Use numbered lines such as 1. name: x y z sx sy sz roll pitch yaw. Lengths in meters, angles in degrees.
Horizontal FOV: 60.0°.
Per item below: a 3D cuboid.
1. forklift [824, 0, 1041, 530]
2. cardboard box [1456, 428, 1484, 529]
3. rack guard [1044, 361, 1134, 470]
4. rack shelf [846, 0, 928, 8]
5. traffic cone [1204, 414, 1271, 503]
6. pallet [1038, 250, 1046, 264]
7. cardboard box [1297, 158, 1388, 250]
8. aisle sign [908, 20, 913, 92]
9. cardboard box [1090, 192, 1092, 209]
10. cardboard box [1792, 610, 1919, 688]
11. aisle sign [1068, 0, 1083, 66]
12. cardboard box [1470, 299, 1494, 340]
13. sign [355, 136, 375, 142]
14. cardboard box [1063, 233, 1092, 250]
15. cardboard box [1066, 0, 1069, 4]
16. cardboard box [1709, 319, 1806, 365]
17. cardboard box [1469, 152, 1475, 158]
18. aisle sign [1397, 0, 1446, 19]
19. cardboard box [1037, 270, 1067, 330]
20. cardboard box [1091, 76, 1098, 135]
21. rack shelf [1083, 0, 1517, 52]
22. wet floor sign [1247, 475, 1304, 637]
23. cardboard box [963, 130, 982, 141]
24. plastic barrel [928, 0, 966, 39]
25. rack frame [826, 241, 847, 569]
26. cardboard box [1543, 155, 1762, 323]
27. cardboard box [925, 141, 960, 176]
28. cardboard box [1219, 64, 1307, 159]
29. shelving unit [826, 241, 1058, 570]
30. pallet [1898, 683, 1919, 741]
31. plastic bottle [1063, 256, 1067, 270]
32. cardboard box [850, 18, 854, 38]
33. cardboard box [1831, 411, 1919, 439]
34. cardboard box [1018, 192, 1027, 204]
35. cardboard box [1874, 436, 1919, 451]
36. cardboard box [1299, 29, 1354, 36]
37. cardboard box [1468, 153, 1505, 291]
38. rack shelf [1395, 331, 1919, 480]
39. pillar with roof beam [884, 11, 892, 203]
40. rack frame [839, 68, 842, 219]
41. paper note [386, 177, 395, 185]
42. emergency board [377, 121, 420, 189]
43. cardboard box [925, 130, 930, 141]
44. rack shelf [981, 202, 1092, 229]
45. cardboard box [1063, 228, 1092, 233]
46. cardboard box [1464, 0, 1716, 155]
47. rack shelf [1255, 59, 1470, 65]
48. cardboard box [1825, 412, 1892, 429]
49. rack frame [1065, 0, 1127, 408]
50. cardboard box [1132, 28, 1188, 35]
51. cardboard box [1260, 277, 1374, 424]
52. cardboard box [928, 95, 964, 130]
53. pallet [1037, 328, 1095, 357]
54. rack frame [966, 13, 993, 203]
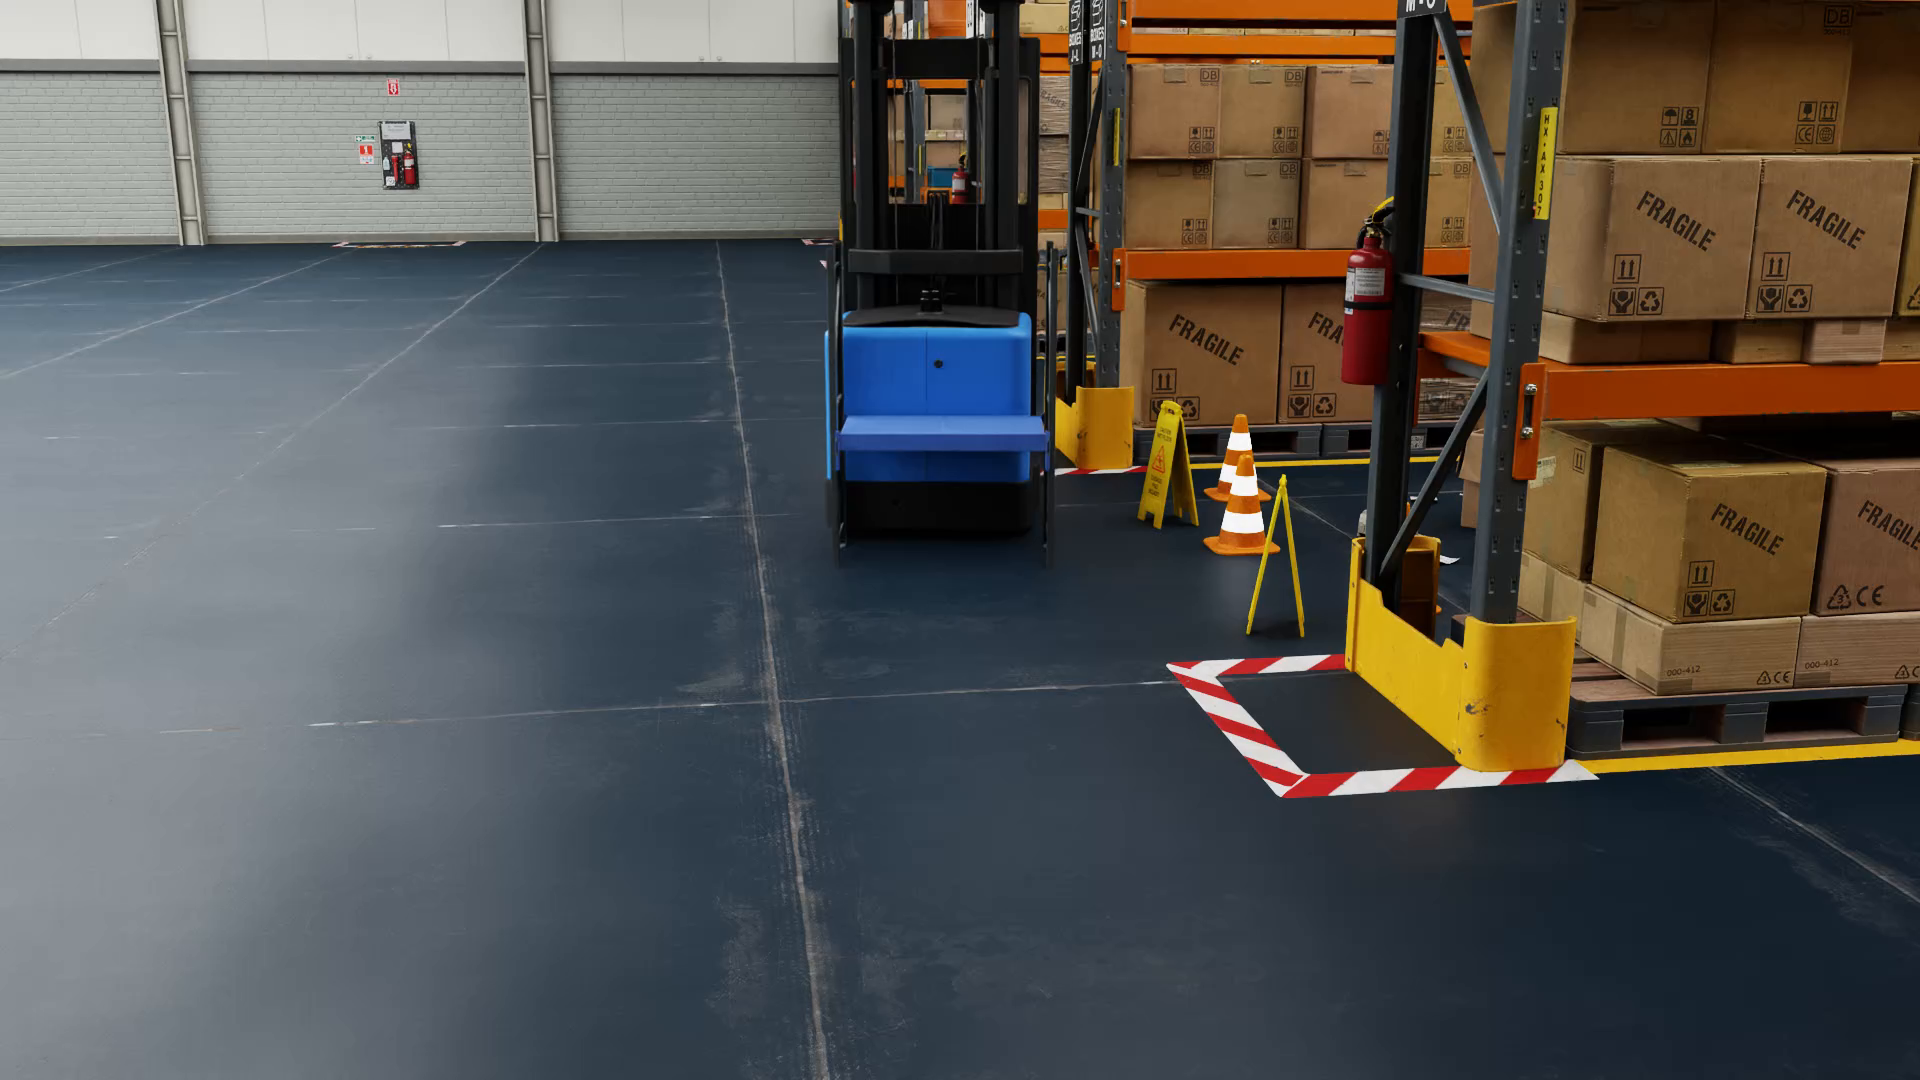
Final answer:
1. forklift: -0.097 -1.774 9.480 1.130 2.935 3.031 1 14 3
2. cardboard box: 3.032 -0.302 8.601 0.797 0.503 0.637 12 18 40
3. rack guard: 0.811 -0.814 10.649 0.348 0.500 1.175 -2 14 -8
4. rack shelf: -0.040 -9.430 29.020 4.000 0.370 1.077 -2 14 -8
5. traffic cone: 1.572 -0.474 9.372 0.334 0.463 0.336 -2 14 -8
6. pallet: 0.678 -4.336 25.285 1.213 0.211 1.003 -2 14 -8
7. cardboard box: 2.308 -2.139 10.488 0.550 0.550 0.875 -2 14 -8
8. aisle sign: -0.569 -5.603 19.263 0.004 0.787 0.394 -2 14 -8
9. cardboard box: 1.257 -3.079 15.059 0.250 0.149 0.380 -2 14 -8
10. cardboard box: 3.017 0.311 5.816 0.500 0.250 0.500 -2 14 -6
11. aisle sign: 0.720 -3.358 10.310 0.004 0.787 0.394 -2 14 -8
12. cardboard box: 2.010 -0.783 5.905 0.250 0.149 0.380 -2 14 -6
13. sign: -10.393 -7.011 29.059 0.331 0.109 0.001 -2 14 -8
14. cardboard box: 1.757 -4.537 25.144 0.500 0.250 0.500 -2 14 -8
15. cardboard box: 1.005 -4.779 14.642 0.250 0.149 0.380 -2 14 -9
16. cardboard box: 2.561 -0.683 5.507 0.250 0.149 0.380 -3 14 -10
17. cardboard box: 3.339 -2.729 10.619 0.550 0.550 0.875 -2 14 -8
18. aisle sign: 1.568 -2.169 5.568 0.004 0.787 0.394 -2 14 -8
19. cardboard box: 0.816 -2.234 15.447 0.500 0.500 0.500 1 14 2
20. cardboard box: 1.276 -3.872 14.834 0.500 0.500 0.500 -2 14 -8
21. rack shelf: 2.813 -3.206 10.360 4.000 0.370 1.077 -2 14 -8
22. wet floor sign: 1.325 0.051 6.900 0.232 0.644 0.267 3 14 11
23. cardboard box: 0.165 -5.970 24.532 0.250 0.149 0.380 -3 14 -10
24. plastic barrel: -0.080 -6.330 19.595 0.708 0.830 0.600 -2 14 -8
25. rack frame: -0.587 -0.650 7.942 0.032 1.500 0.500 0 14 0
26. cardboard box: 2.182 -0.983 5.369 0.500 0.500 0.500 -2 14 -9
27. cardboard box: -0.294 -5.689 24.746 0.500 0.500 0.700 -2 14 -7
28. cardboard box: 1.738 -2.670 10.383 0.550 0.550 0.875 -2 14 -8
29. shelving unit: -0.079 -0.649 7.938 1.048 1.500 0.538 0 14 0
30. pallet: 3.760 0.445 6.222 1.213 0.211 1.003 -2 14 -8
31. plastic bottle: 1.297 -3.296 20.112 0.097 0.271 0.097 0 14 0
32. cardboard box: -1.601 -8.752 28.695 0.500 0.500 0.500 -3 14 -12
33. cardboard box: 3.441 -0.202 6.318 0.500 0.500 0.500 -2 14 -10
34. cardboard box: 0.513 -3.055 14.963 0.250 0.149 0.380 -2 14 -8
35. cardboard box: 3.548 -0.074 5.807 0.500 0.500 0.500 -2 14 -7
36. cardboard box: 3.221 -4.655 14.970 0.500 0.250 0.500 -2 14 -7
37. cardboard box: 2.168 -1.119 5.909 0.500 0.500 0.500 -2 14 -9
38. rack shelf: 3.650 -0.564 5.992 4.000 0.370 1.077 -2 14 -8
39. pillar with roof beam: -0.813 -8.906 25.445 0.400 9.000 9.100 -2 14 -8
40. rack frame: -2.018 -6.798 29.373 0.127 3.000 1.000 -2 14 -8
41. paper note: -10.022 -6.317 29.264 0.142 0.148 0.016 -2 14 -8
42. emergency board: -9.837 -6.734 29.116 0.643 1.169 0.194 -2 14 -8
43. cardboard box: -0.595 -5.943 24.422 0.250 0.149 0.380 -2 14 -10
44. rack shelf: 2.174 -2.947 15.497 4.000 0.370 1.077 -2 14 -8
45. cardboard box: 1.757 -4.901 25.055 0.500 0.500 0.500 -2 14 -8
46. cardboard box: 2.145 -1.589 5.728 0.500 0.500 0.700 -2 14 -10
47. rack shelf: 5.391 -5.739 20.460 4.000 0.370 1.077 -2 14 -8
48. cardboard box: 3.289 -0.527 6.281 0.250 0.149 0.380 -1 14 -6
49. rack frame: 0.835 -2.027 10.348 0.127 3.000 1.000 -2 14 -8
50. cardboard box: 1.710 -4.598 14.743 0.500 0.250 0.500 -2 14 -9
51. cardboard box: 2.365 -1.273 10.846 0.875 0.875 0.875 -2 14 -9
52. cardboard box: -0.241 -6.321 24.596 0.500 0.500 0.700 -2 14 -10
53. pallet: 1.080 -1.895 15.554 1.213 0.211 1.003 -2 14 -8
54. rack frame: 0.196 -3.224 15.120 0.127 3.000 1.000 -2 14 -8
